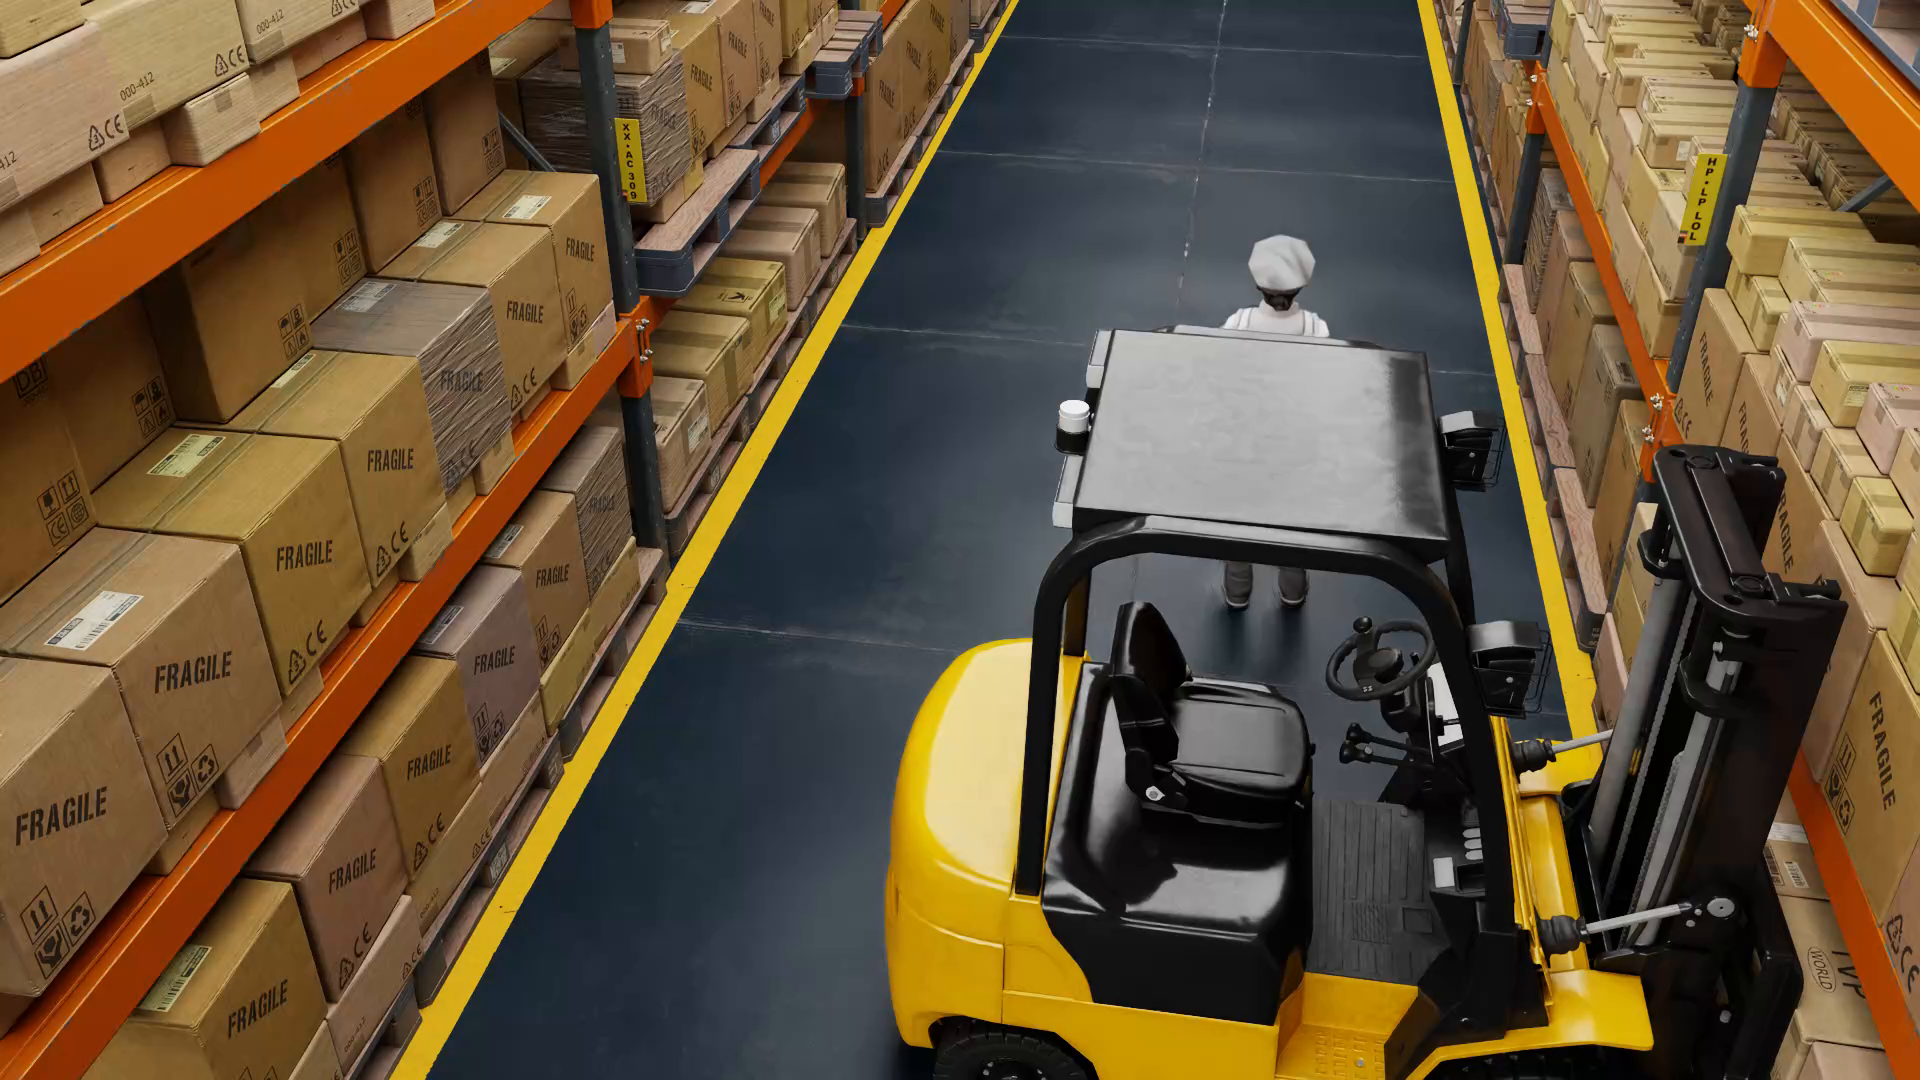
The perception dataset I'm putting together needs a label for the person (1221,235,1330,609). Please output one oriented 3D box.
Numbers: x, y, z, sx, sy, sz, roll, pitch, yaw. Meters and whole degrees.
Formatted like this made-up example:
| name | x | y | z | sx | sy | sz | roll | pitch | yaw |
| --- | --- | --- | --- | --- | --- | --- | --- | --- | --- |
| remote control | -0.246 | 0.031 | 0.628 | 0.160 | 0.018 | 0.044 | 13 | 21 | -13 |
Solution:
| name | x | y | z | sx | sy | sz | roll | pitch | yaw |
| --- | --- | --- | --- | --- | --- | --- | --- | --- | --- |
| person | 1.278 | -0.471 | 6.834 | 0.491 | 1.703 | 0.500 | 7 | 33 | 11 |
